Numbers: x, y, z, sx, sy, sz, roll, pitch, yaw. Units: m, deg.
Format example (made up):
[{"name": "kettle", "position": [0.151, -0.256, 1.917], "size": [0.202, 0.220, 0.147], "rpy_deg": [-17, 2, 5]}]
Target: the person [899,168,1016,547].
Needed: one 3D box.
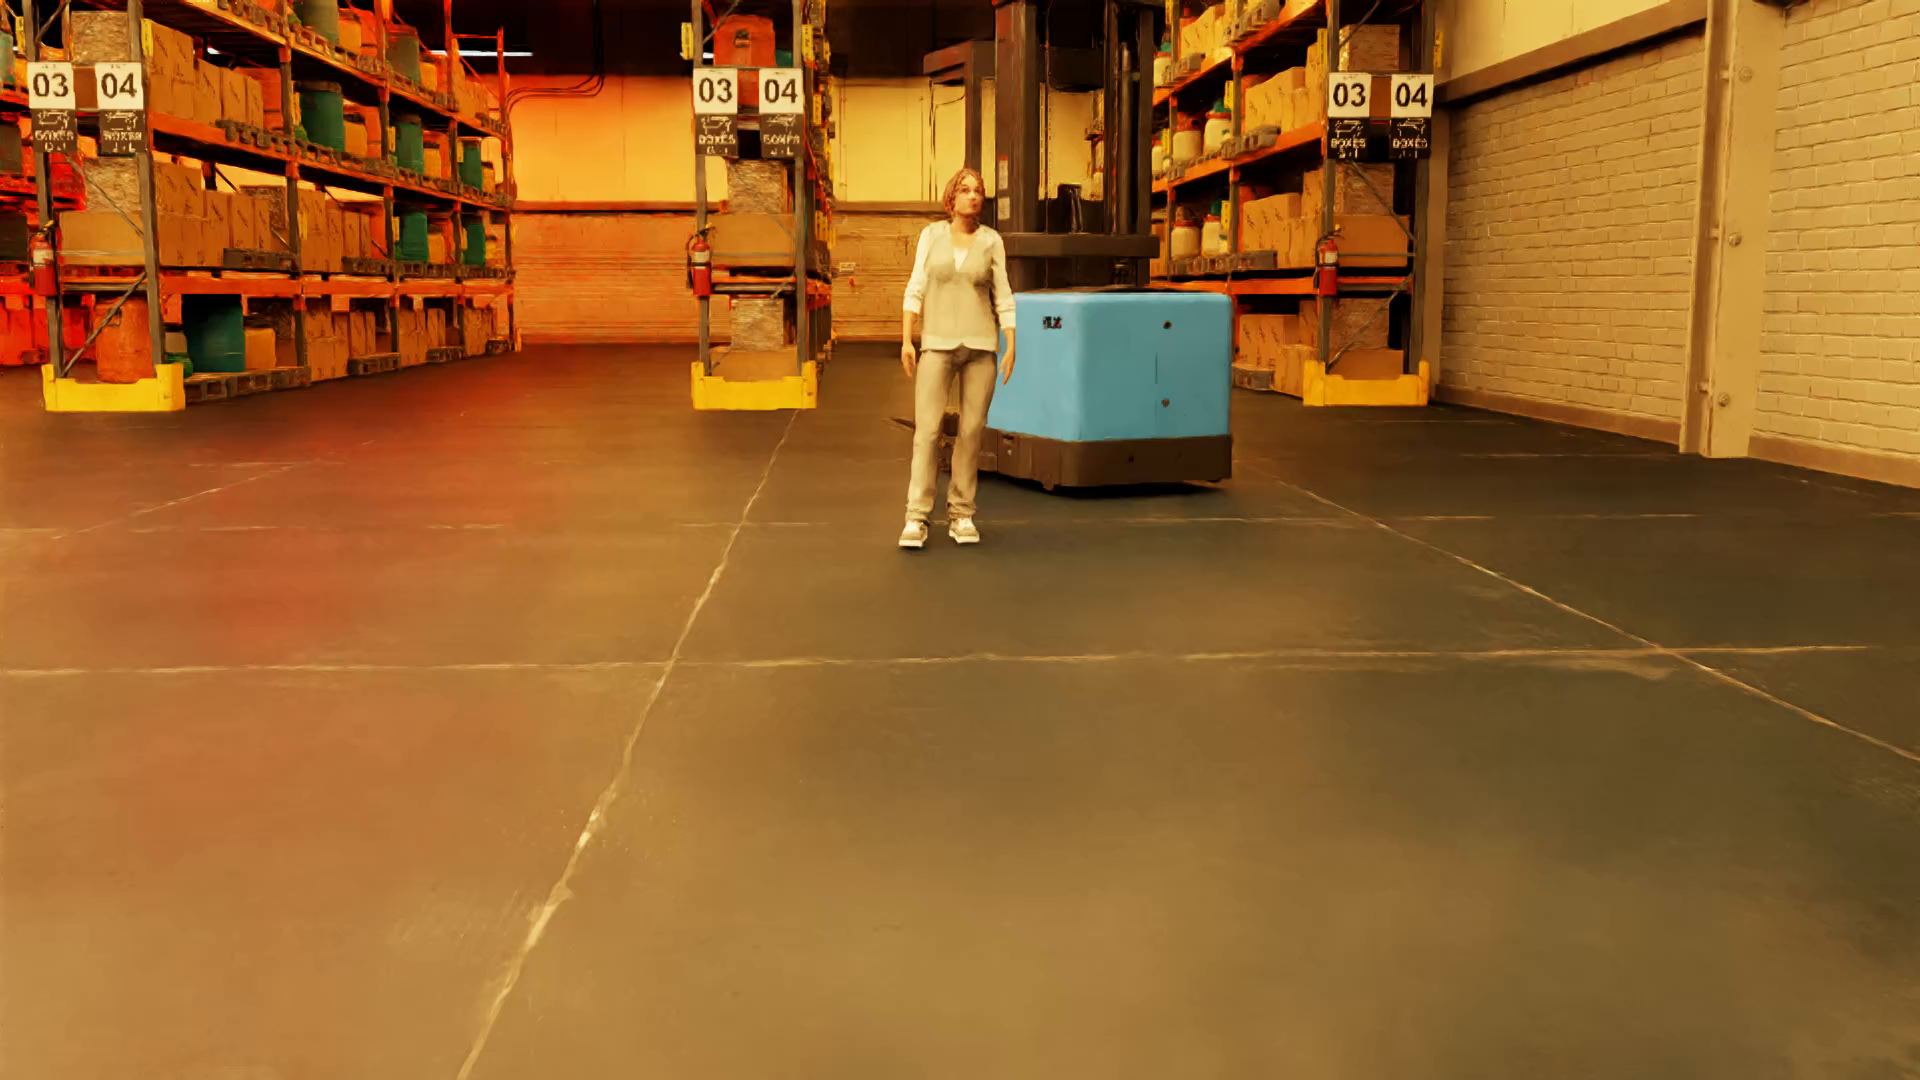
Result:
[{"name": "person", "position": [-0.009, -0.786, 7.118], "size": [0.521, 1.597, 0.474], "rpy_deg": [-1, 8, -4]}]

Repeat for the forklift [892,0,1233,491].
[{"name": "forklift", "position": [0.440, -1.888, 10.046], "size": [1.130, 2.935, 3.031], "rpy_deg": [-4, 9, -23]}]
